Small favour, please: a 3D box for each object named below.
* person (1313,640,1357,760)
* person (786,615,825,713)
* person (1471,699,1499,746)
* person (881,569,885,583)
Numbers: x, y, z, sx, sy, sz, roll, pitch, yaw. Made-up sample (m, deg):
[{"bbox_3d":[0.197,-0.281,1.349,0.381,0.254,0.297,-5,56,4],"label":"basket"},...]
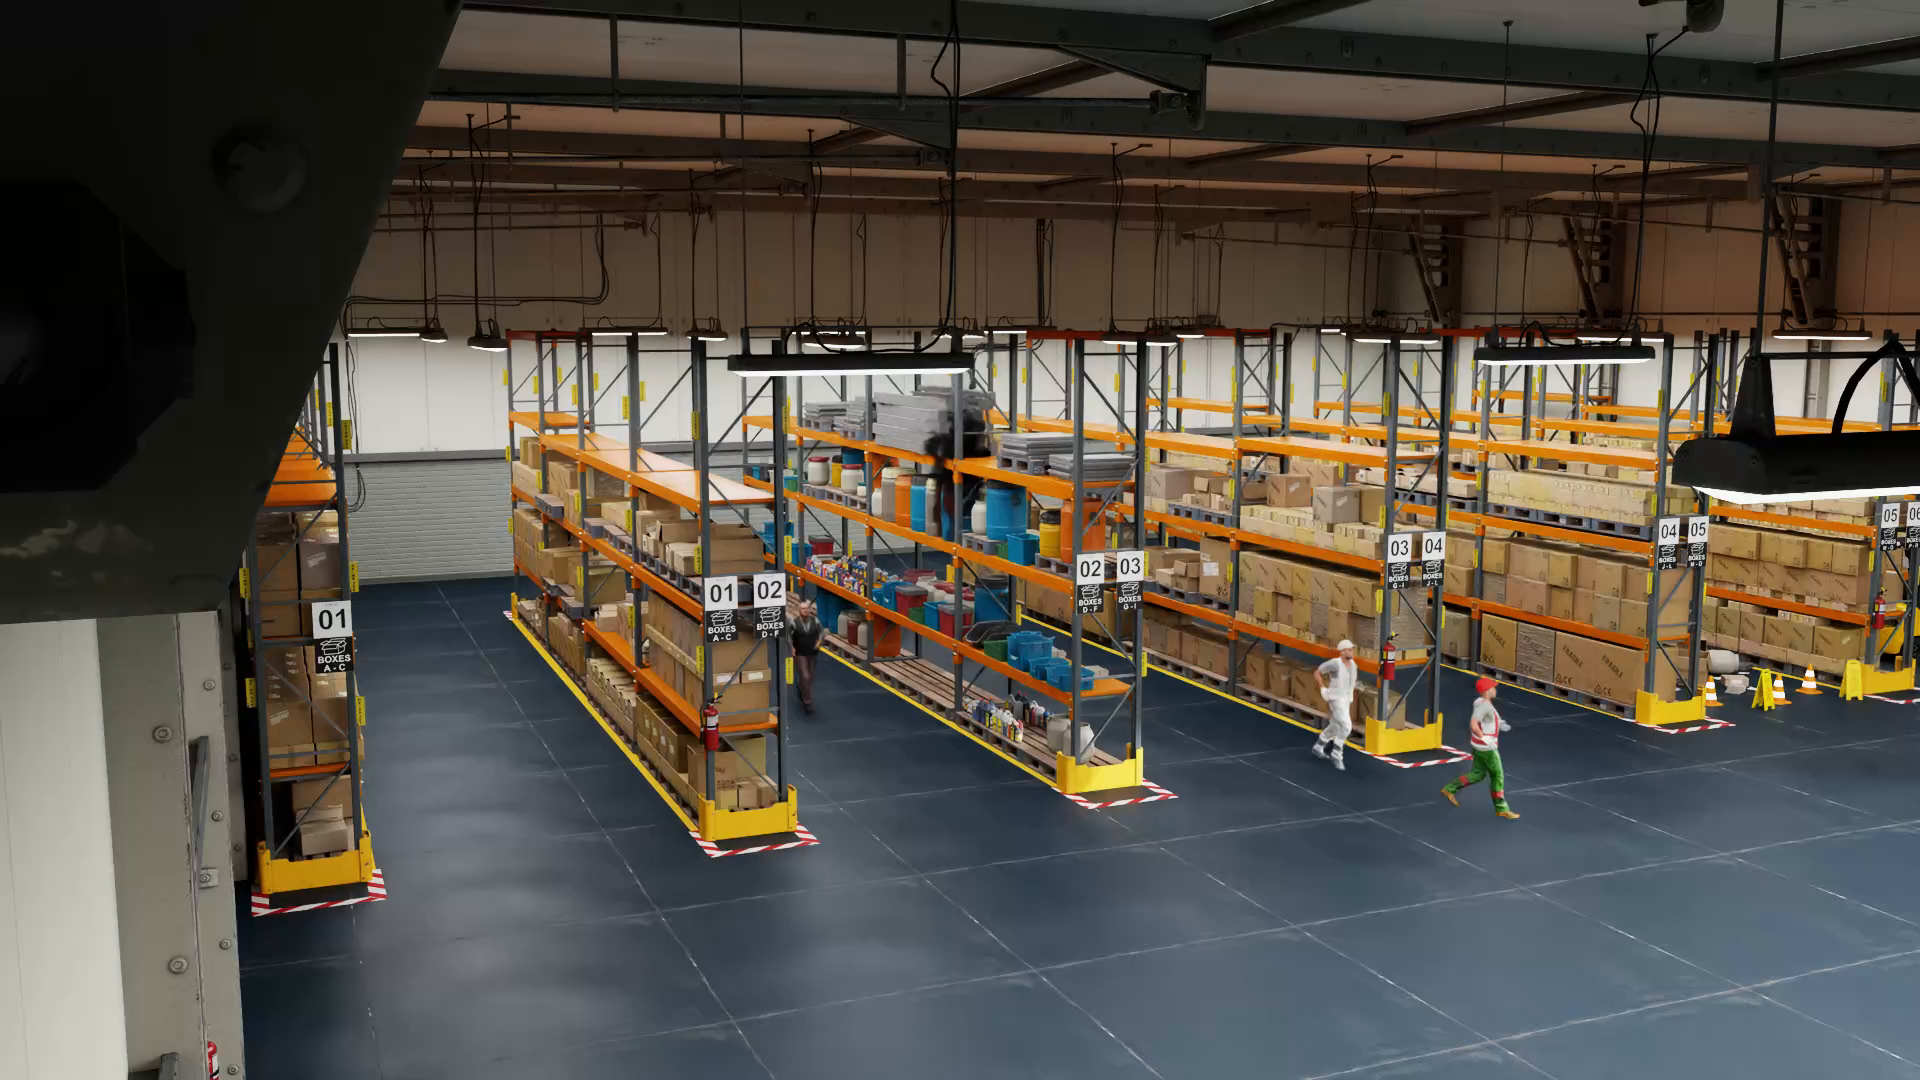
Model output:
[{"bbox_3d":[5.310,2.216,23.427,0.483,1.658,0.697,-7,10,-40],"label":"person"},{"bbox_3d":[-2.472,1.935,26.618,0.655,1.527,0.892,-3,8,-23],"label":"person"},{"bbox_3d":[6.593,2.266,20.865,0.321,0.562,0.410,1,8,5],"label":"person"},{"bbox_3d":[7.262,2.003,26.333,19.951,1.622,2.305,3,8,23],"label":"person"}]
